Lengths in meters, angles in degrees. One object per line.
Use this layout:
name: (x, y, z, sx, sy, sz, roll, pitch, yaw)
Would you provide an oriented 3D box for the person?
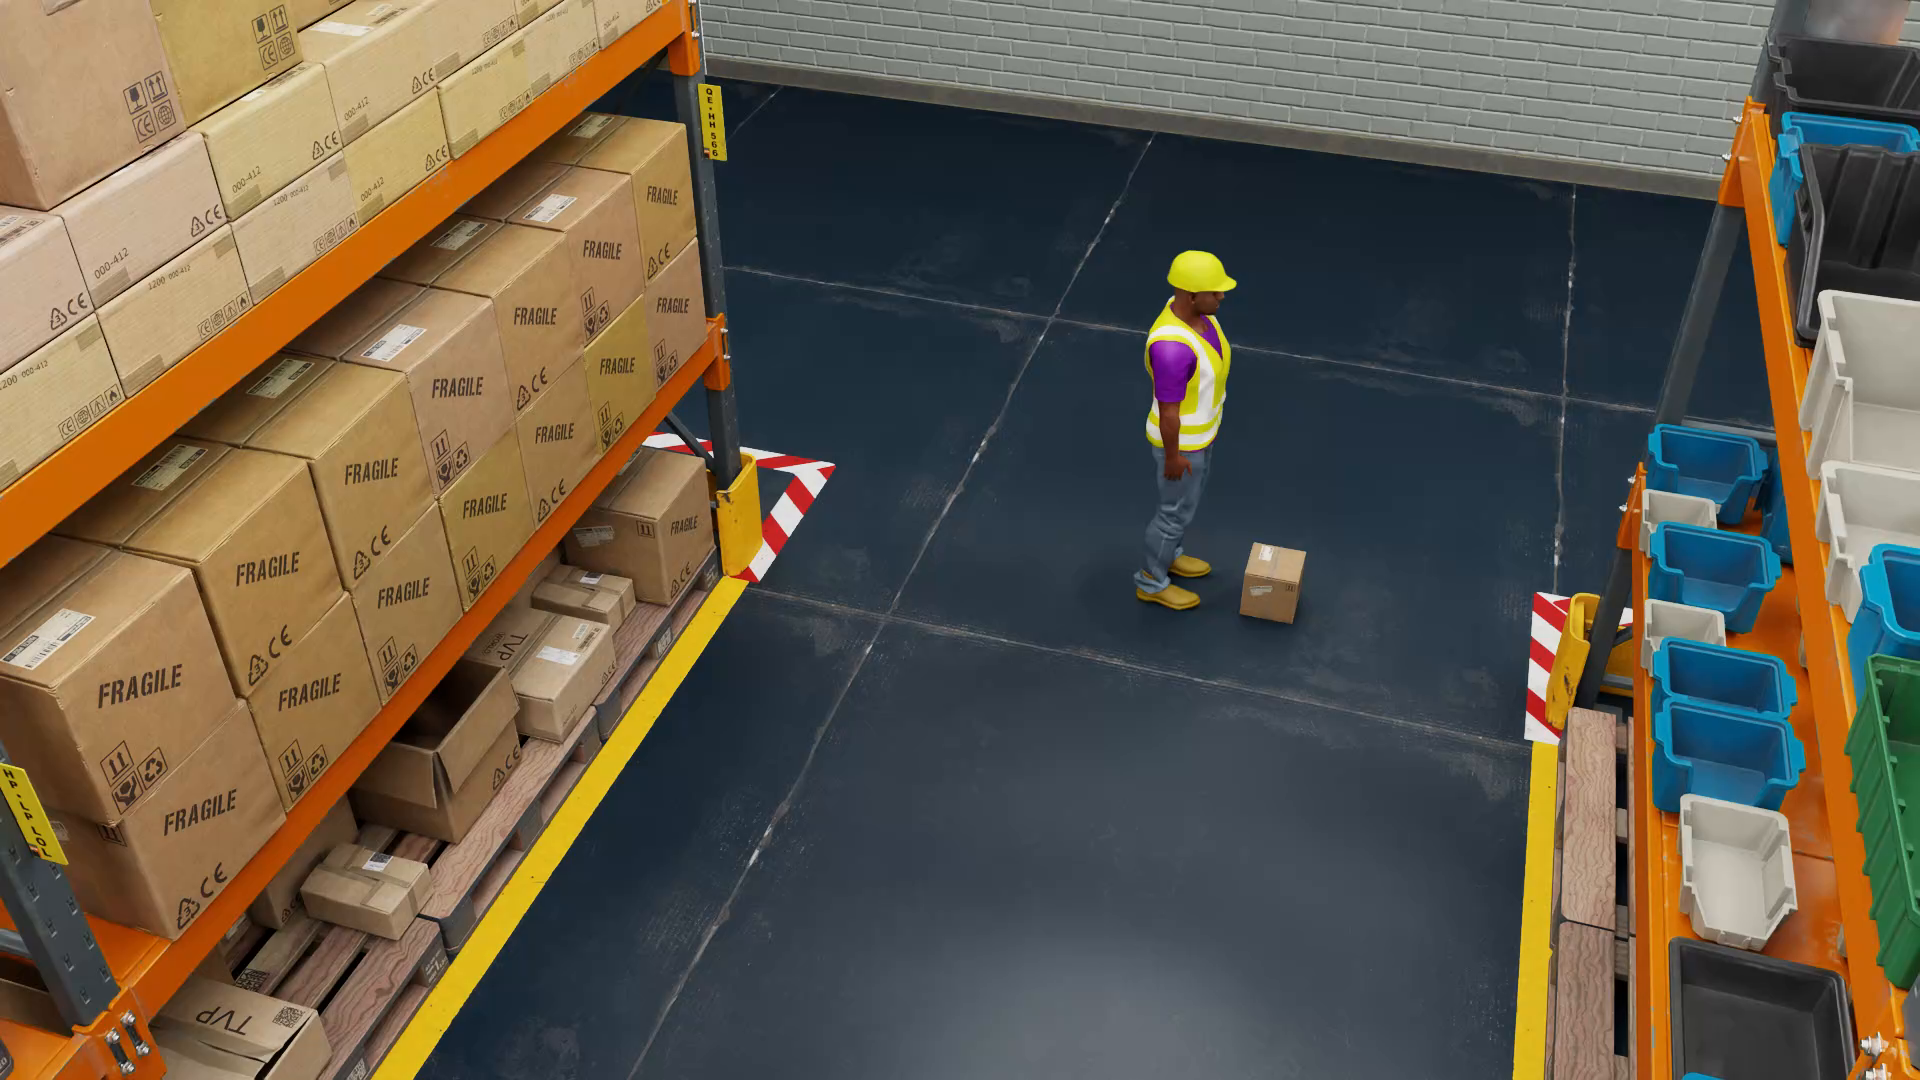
person: (-0.165, 4.032, 1.488, 2.992, 1.762, 15.653, 12, 38, 15)
